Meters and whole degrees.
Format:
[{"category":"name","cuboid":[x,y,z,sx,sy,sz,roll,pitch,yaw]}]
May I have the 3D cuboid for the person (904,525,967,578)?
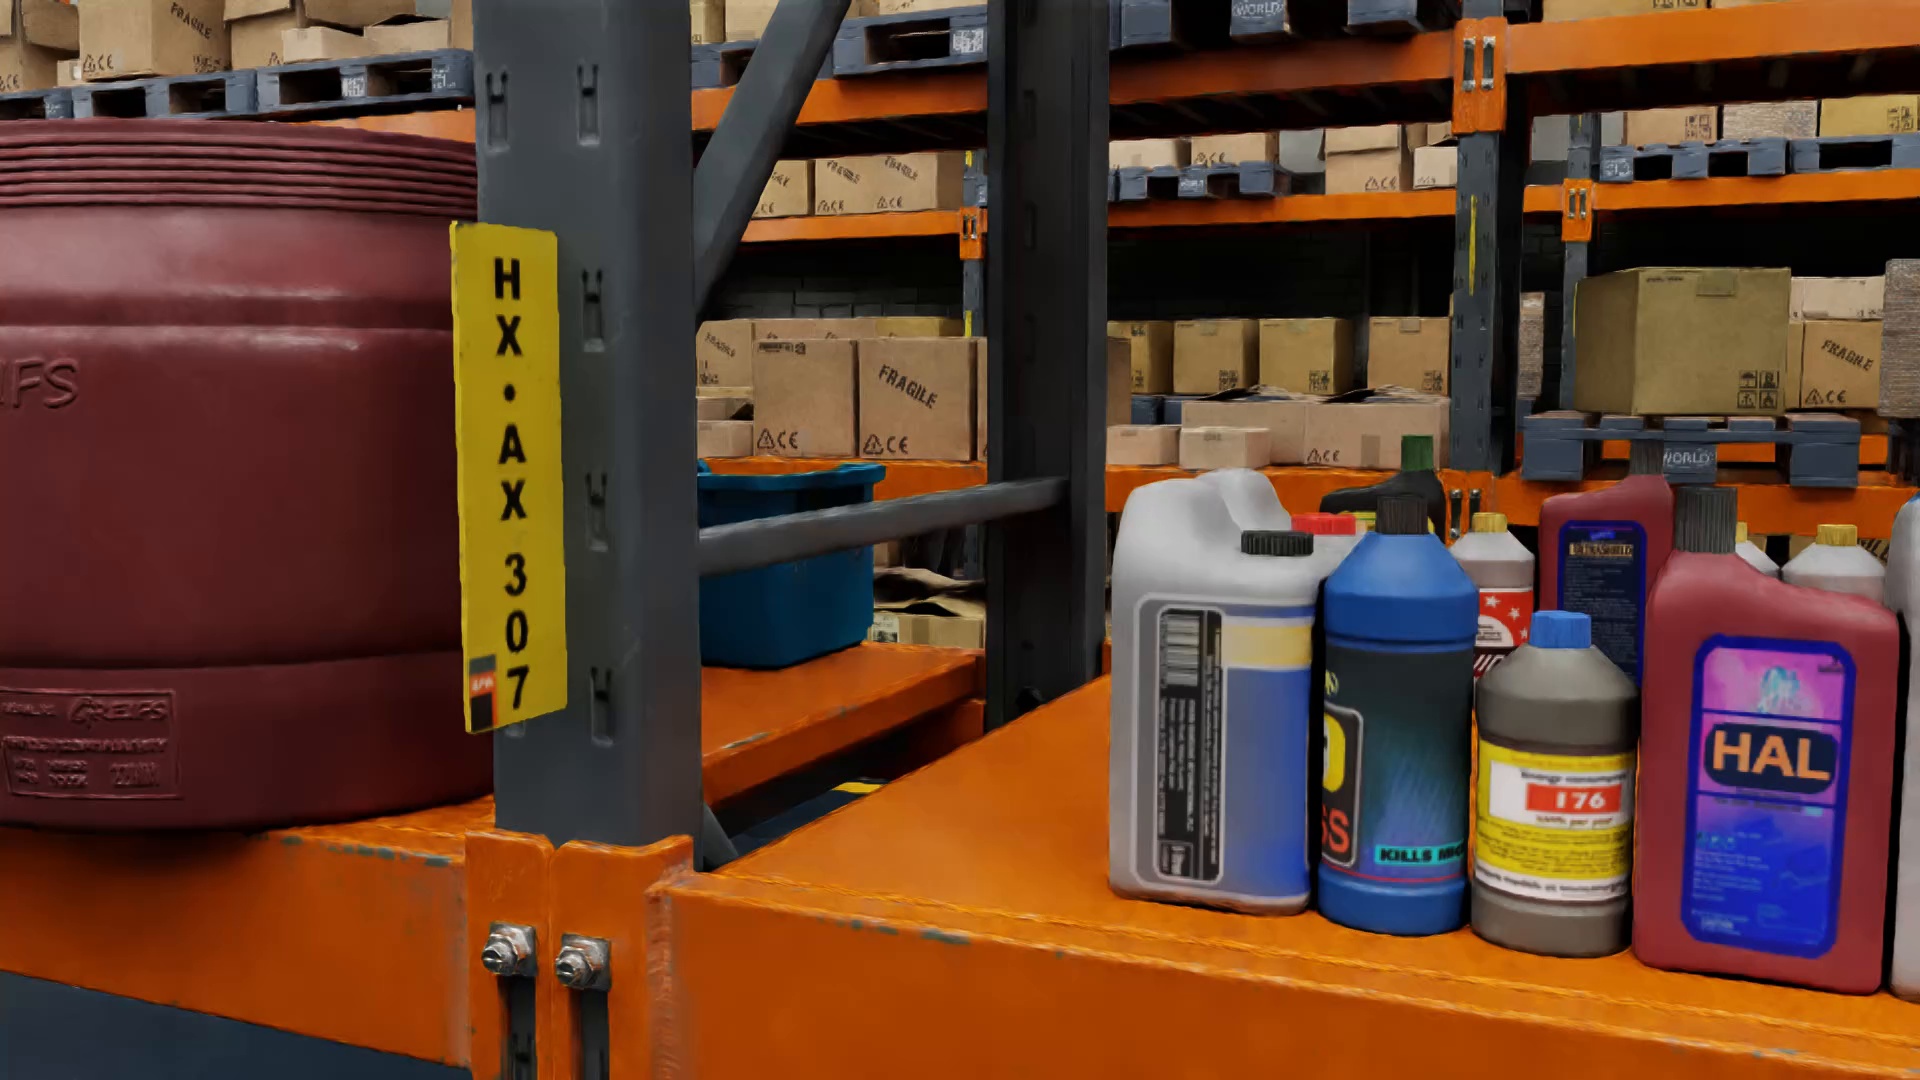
[{"category":"person","cuboid":[-0.130,-0.093,9.127,0.654,1.656,0.463,5,7,40]}]
